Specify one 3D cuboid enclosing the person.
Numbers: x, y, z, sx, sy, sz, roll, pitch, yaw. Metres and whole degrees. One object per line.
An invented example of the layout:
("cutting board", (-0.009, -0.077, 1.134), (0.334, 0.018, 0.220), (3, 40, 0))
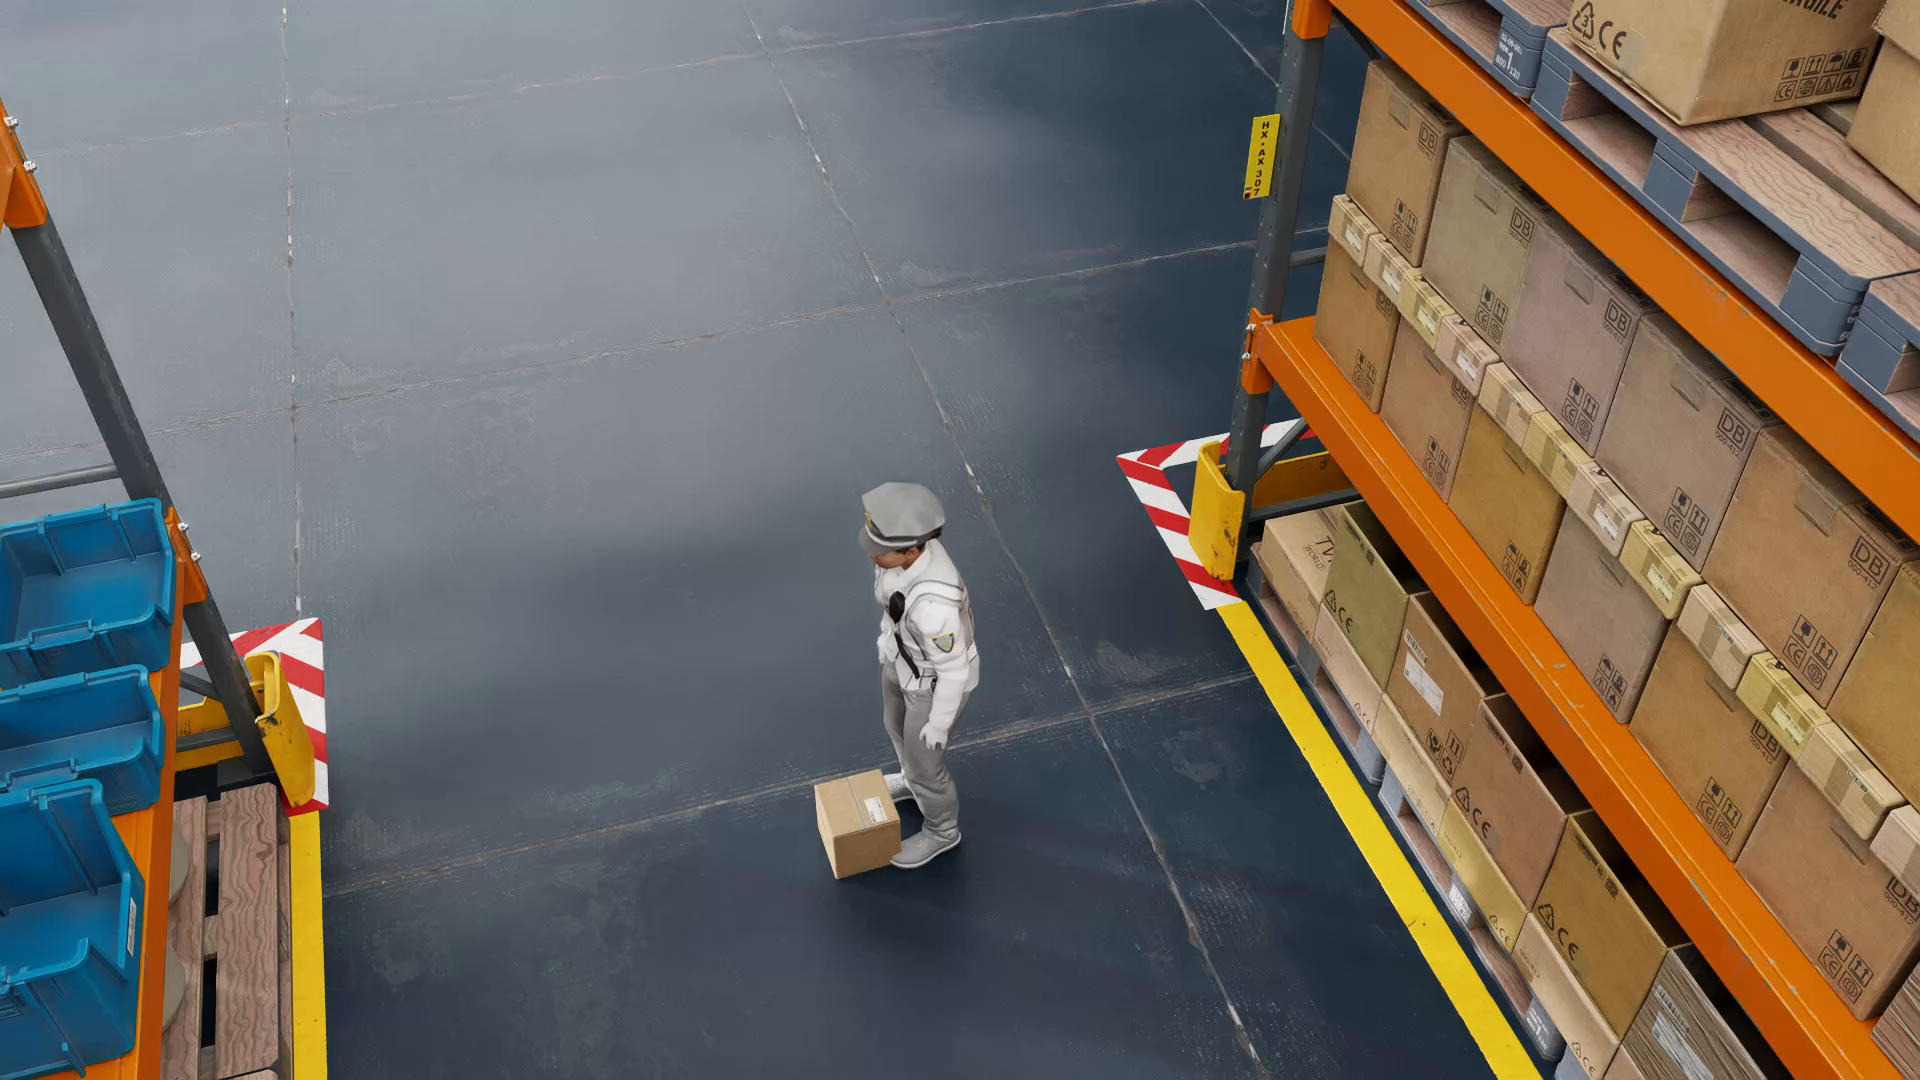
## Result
("person", (-0.140, 0.469, 5.652), (0.376, 1.653, 0.544), (-15, 44, -15))
